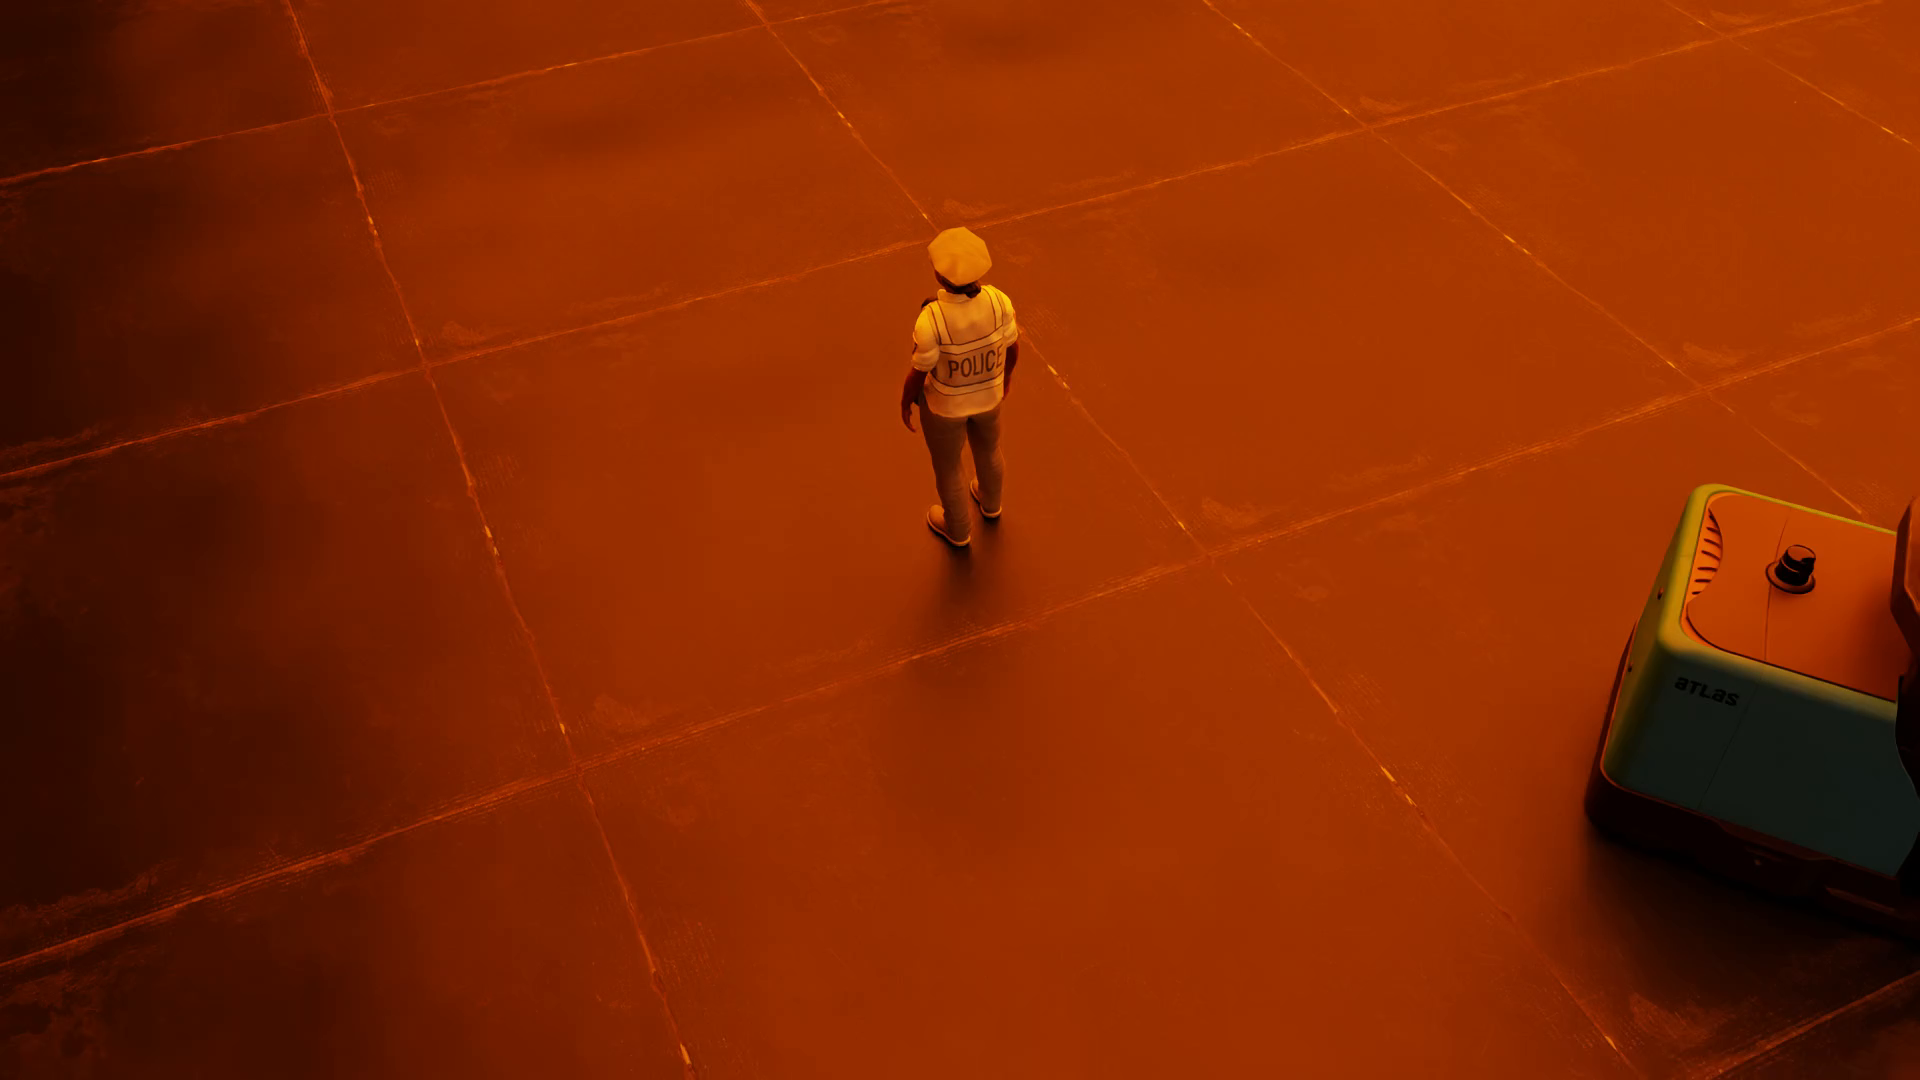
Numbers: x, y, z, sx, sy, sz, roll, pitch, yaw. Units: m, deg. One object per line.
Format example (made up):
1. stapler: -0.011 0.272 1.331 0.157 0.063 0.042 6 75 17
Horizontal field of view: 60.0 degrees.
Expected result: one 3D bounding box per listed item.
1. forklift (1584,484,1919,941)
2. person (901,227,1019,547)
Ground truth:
1. forklift: 4.032 0.204 5.462 3.031 2.935 1.130 18 46 18
2. person: -0.014 -0.673 7.305 0.570 1.685 0.528 -18 46 -18
